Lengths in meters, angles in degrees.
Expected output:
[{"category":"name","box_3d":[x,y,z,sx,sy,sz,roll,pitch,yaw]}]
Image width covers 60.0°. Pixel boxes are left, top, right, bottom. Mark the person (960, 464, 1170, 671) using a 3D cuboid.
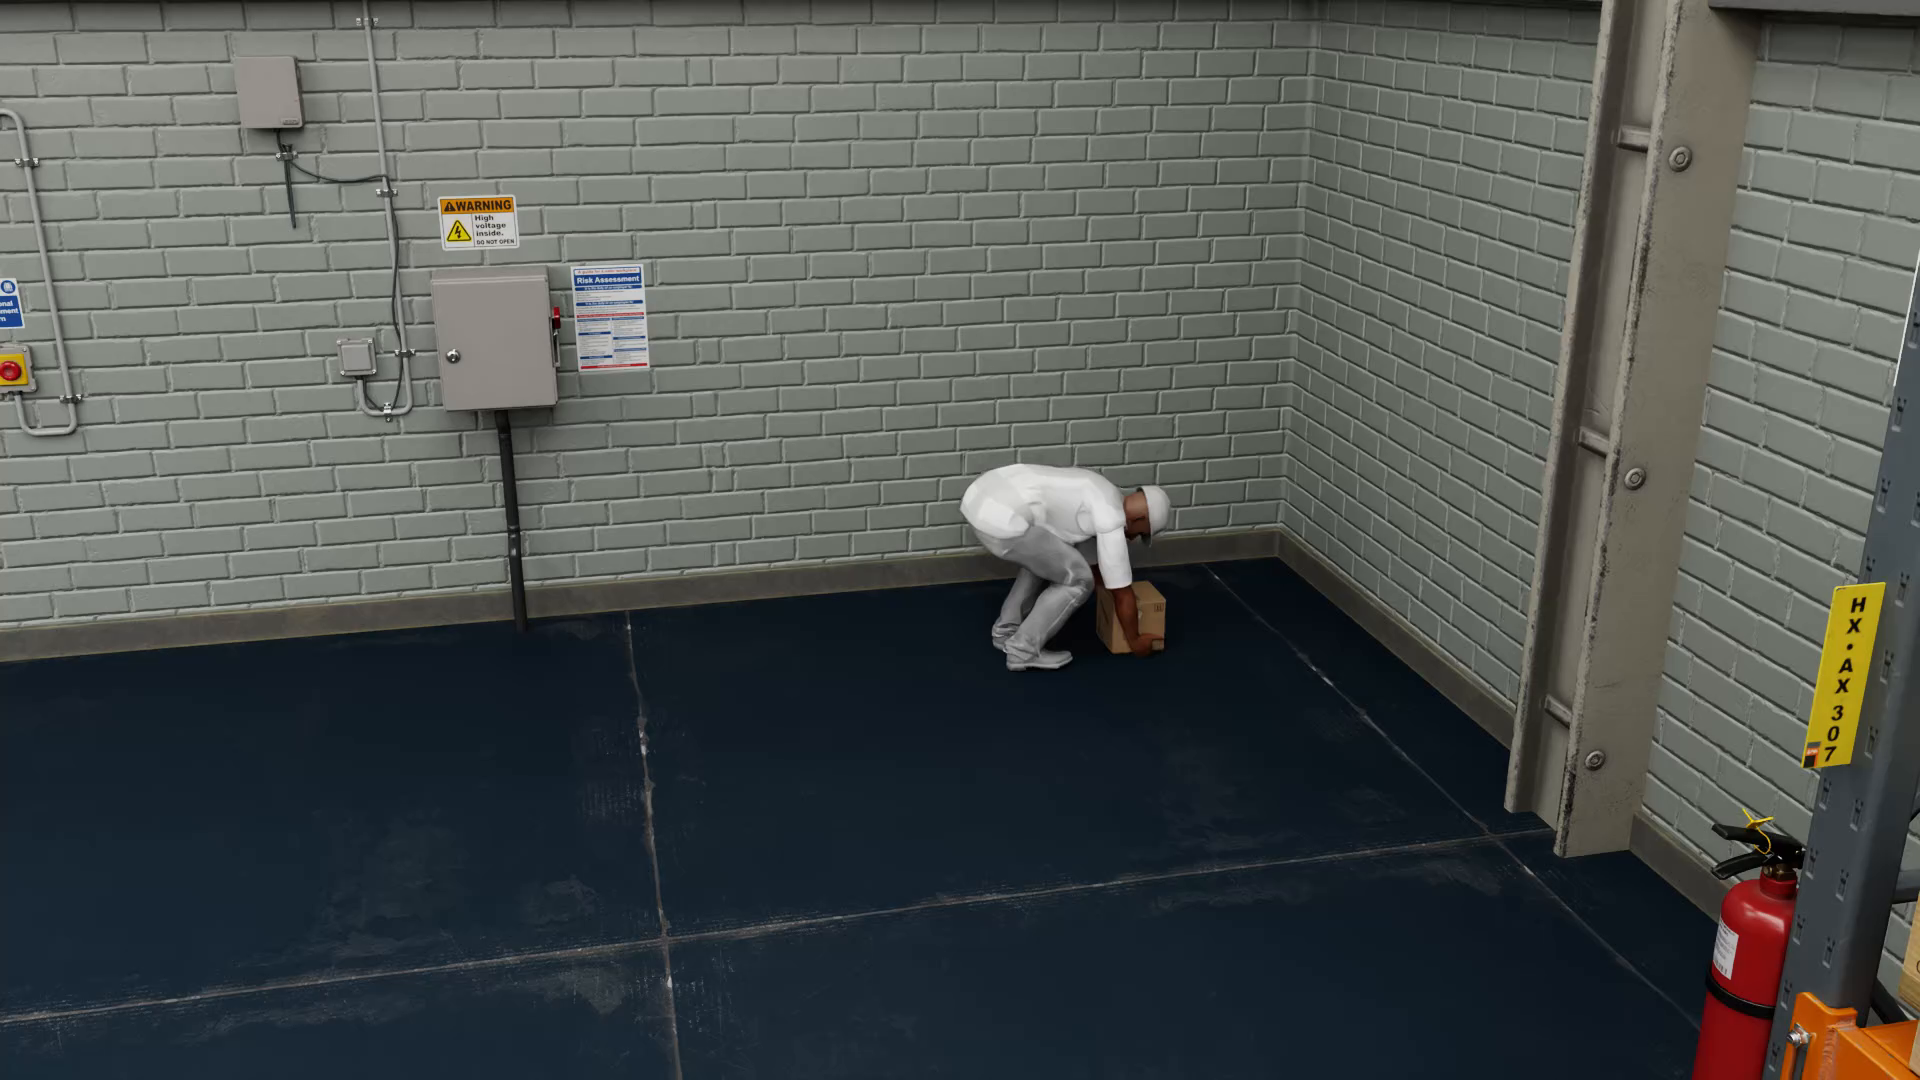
[{"category":"person","box_3d":[0.492,0.086,7.575,0.976,0.915,0.510,-5,20,-15]}]
